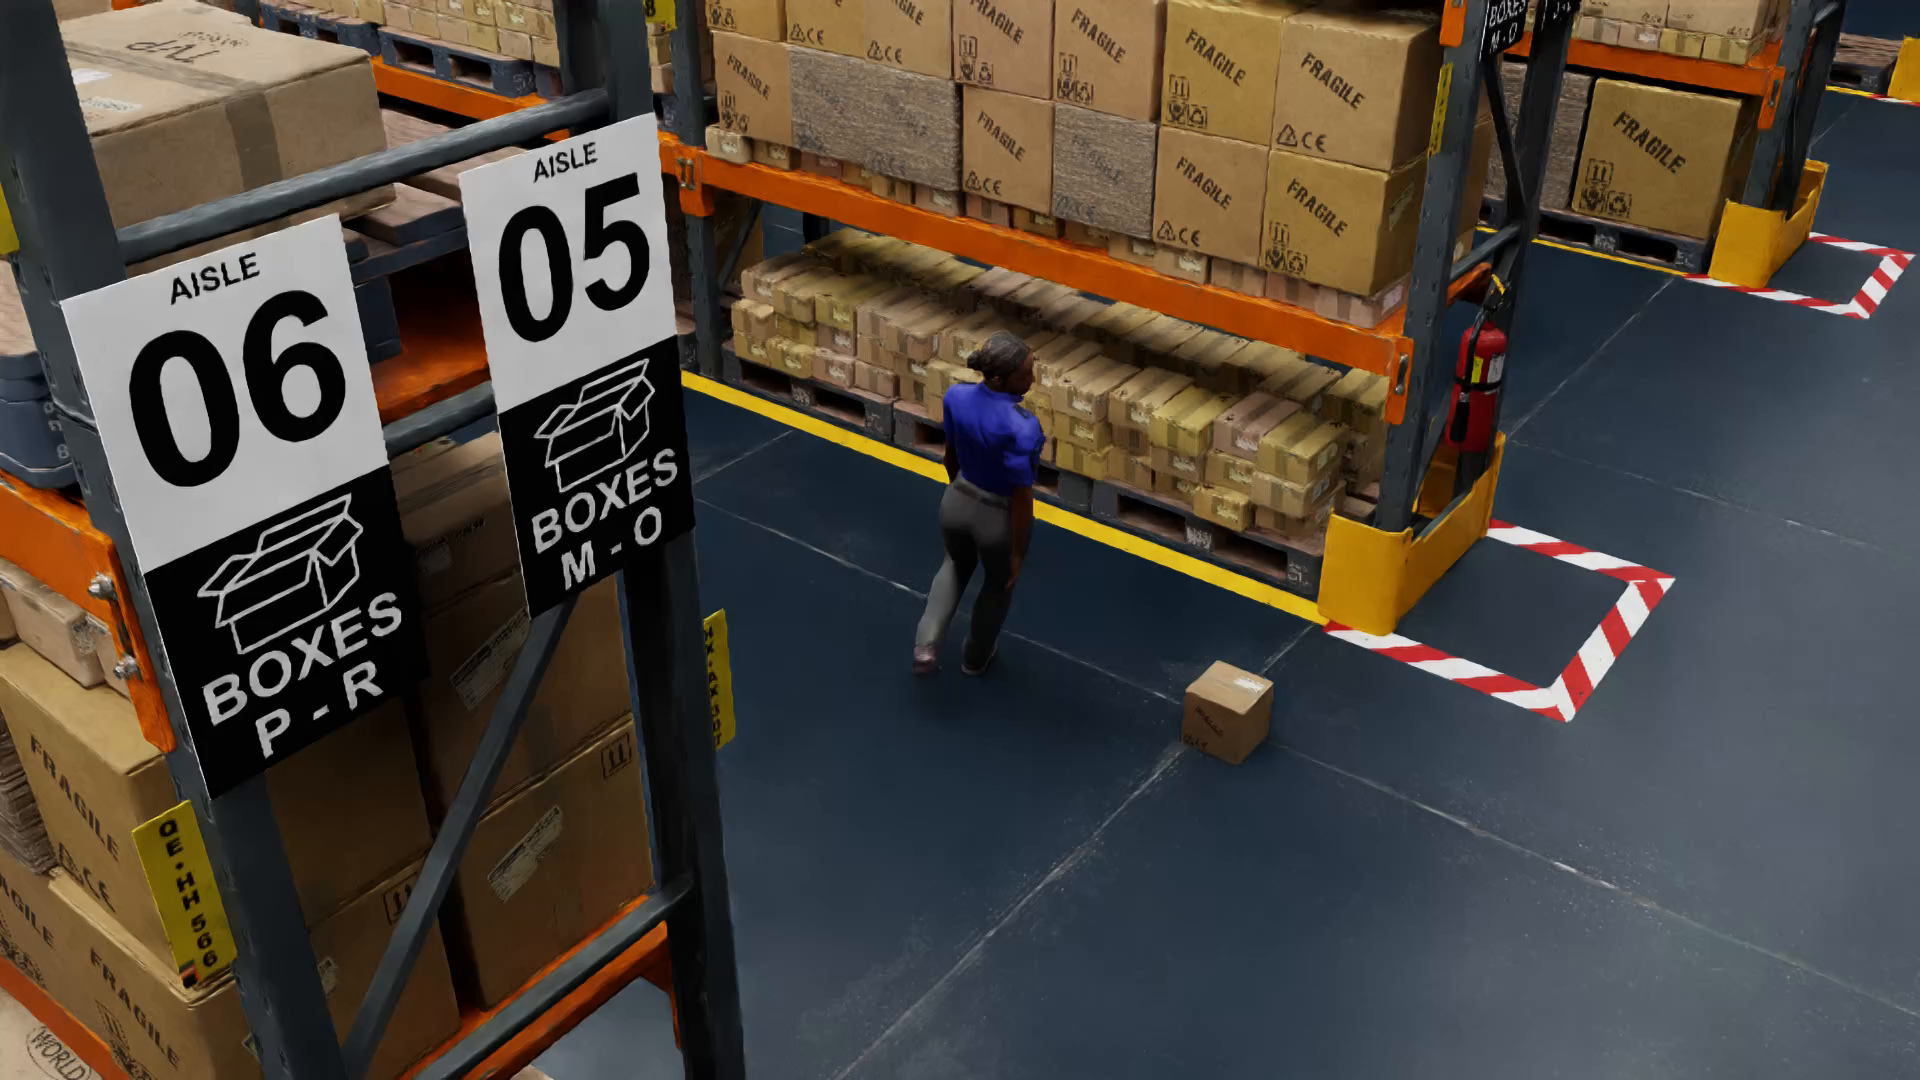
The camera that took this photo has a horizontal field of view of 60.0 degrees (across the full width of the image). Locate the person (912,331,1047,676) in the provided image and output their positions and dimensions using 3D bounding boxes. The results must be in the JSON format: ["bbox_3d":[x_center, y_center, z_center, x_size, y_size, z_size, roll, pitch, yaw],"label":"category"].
[{"bbox_3d":[0.112,-0.089,6.328,0.523,1.601,0.606,18,35,27],"label":"person"}]
